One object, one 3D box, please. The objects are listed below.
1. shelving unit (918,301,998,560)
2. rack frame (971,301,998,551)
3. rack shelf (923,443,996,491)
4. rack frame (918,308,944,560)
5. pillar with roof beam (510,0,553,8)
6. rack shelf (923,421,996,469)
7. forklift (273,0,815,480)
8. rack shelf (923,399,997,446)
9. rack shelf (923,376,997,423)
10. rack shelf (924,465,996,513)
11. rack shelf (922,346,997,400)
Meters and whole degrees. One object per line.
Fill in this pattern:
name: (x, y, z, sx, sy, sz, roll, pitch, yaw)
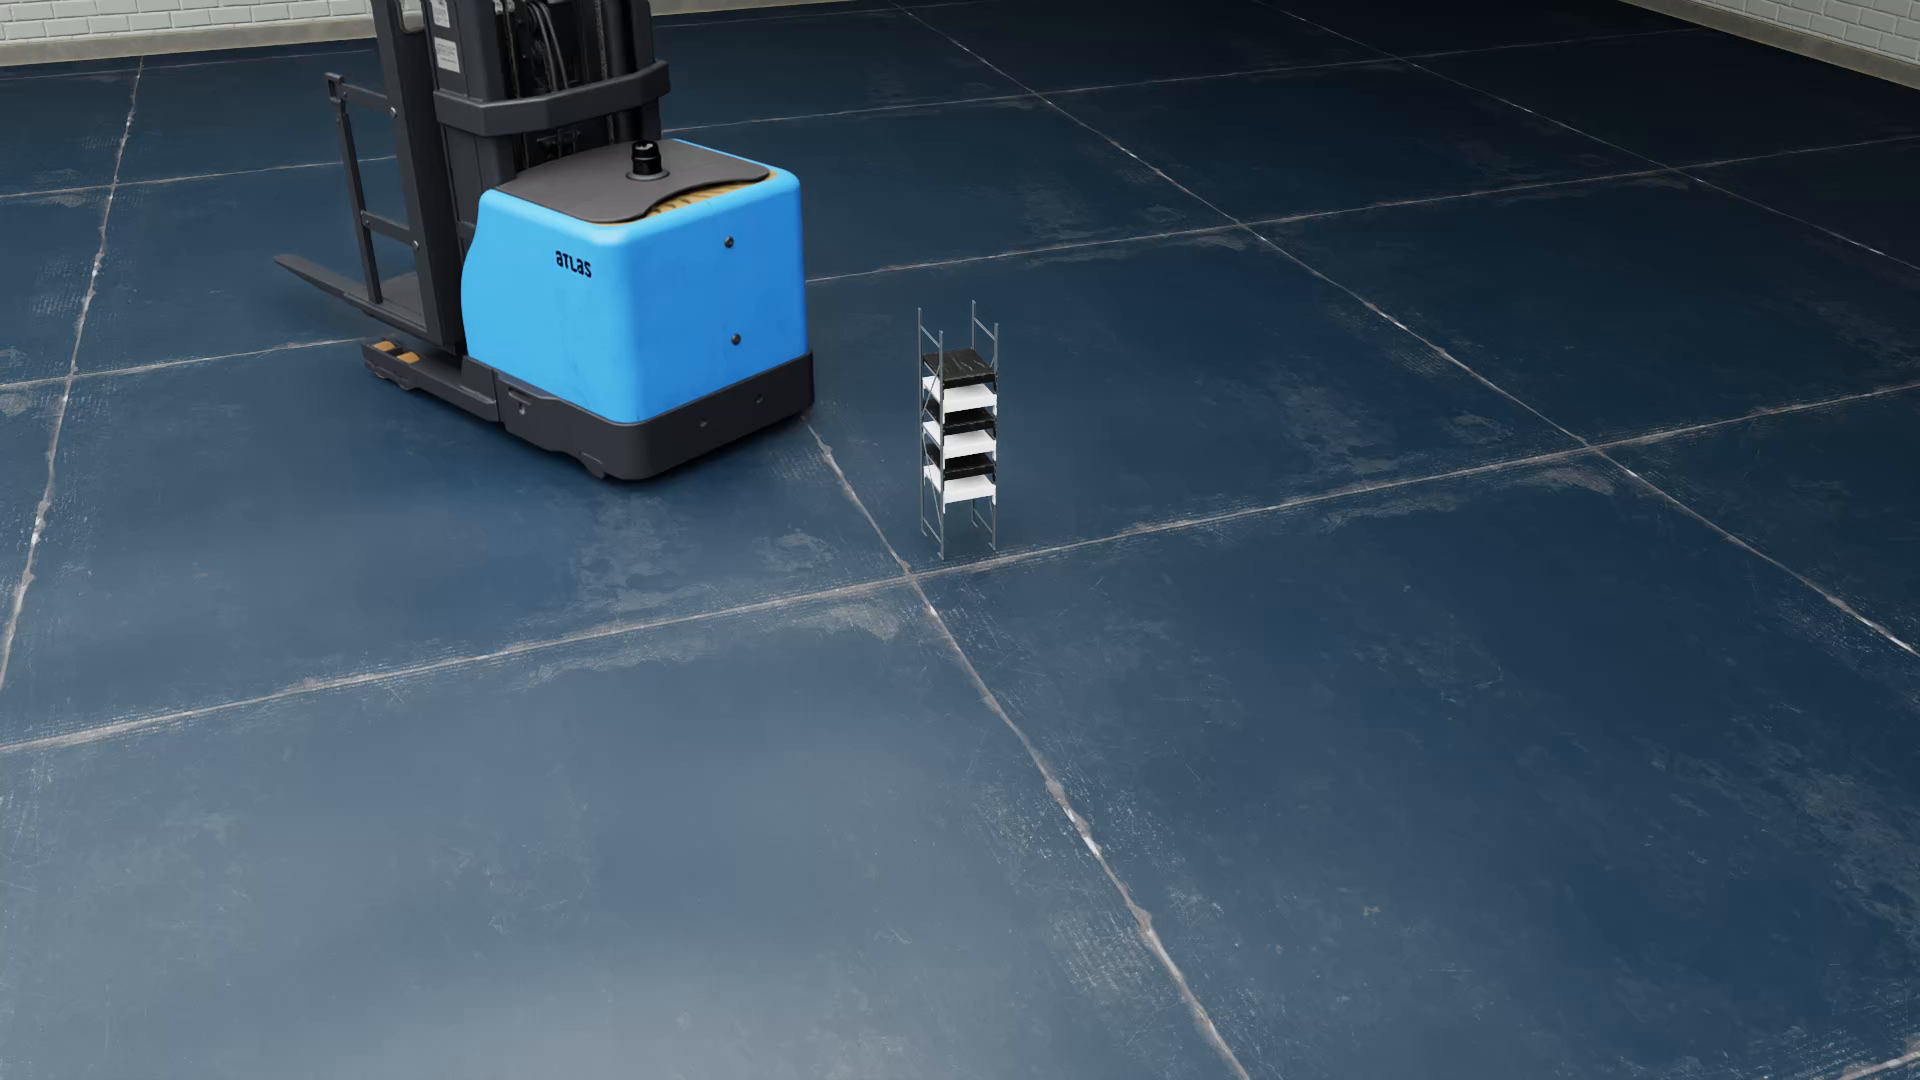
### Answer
shelving unit: (-0.008, -0.390, 6.025, 0.210, 0.900, 0.258, -10, 31, -18)
rack frame: (0.088, -0.407, 6.056, 0.006, 0.900, 0.240, -10, 31, -18)
rack shelf: (-0.008, -0.282, 6.086, 0.200, 0.077, 0.258, -10, 31, -18)
rack frame: (-0.103, -0.372, 5.994, 0.006, 0.900, 0.240, -10, 31, -18)
pillar with roof beam: (-1.930, -6.103, 7.871, 0.400, 9.000, 9.100, -10, 31, -18)
rack shelf: (-0.008, -0.361, 6.041, 0.200, 0.077, 0.258, -10, 31, -18)
forklift: (-2.063, -2.114, 7.000, 3.031, 2.935, 1.130, 24, 37, 35)
rack shelf: (-0.008, -0.439, 5.997, 0.200, 0.077, 0.258, -10, 31, -18)
rack shelf: (-0.008, -0.517, 5.952, 0.200, 0.077, 0.258, -10, 31, -18)
rack shelf: (-0.008, -0.204, 6.130, 0.200, 0.077, 0.258, -10, 31, -18)
rack shelf: (-0.008, -0.595, 5.908, 0.200, 0.077, 0.258, -10, 31, -18)
